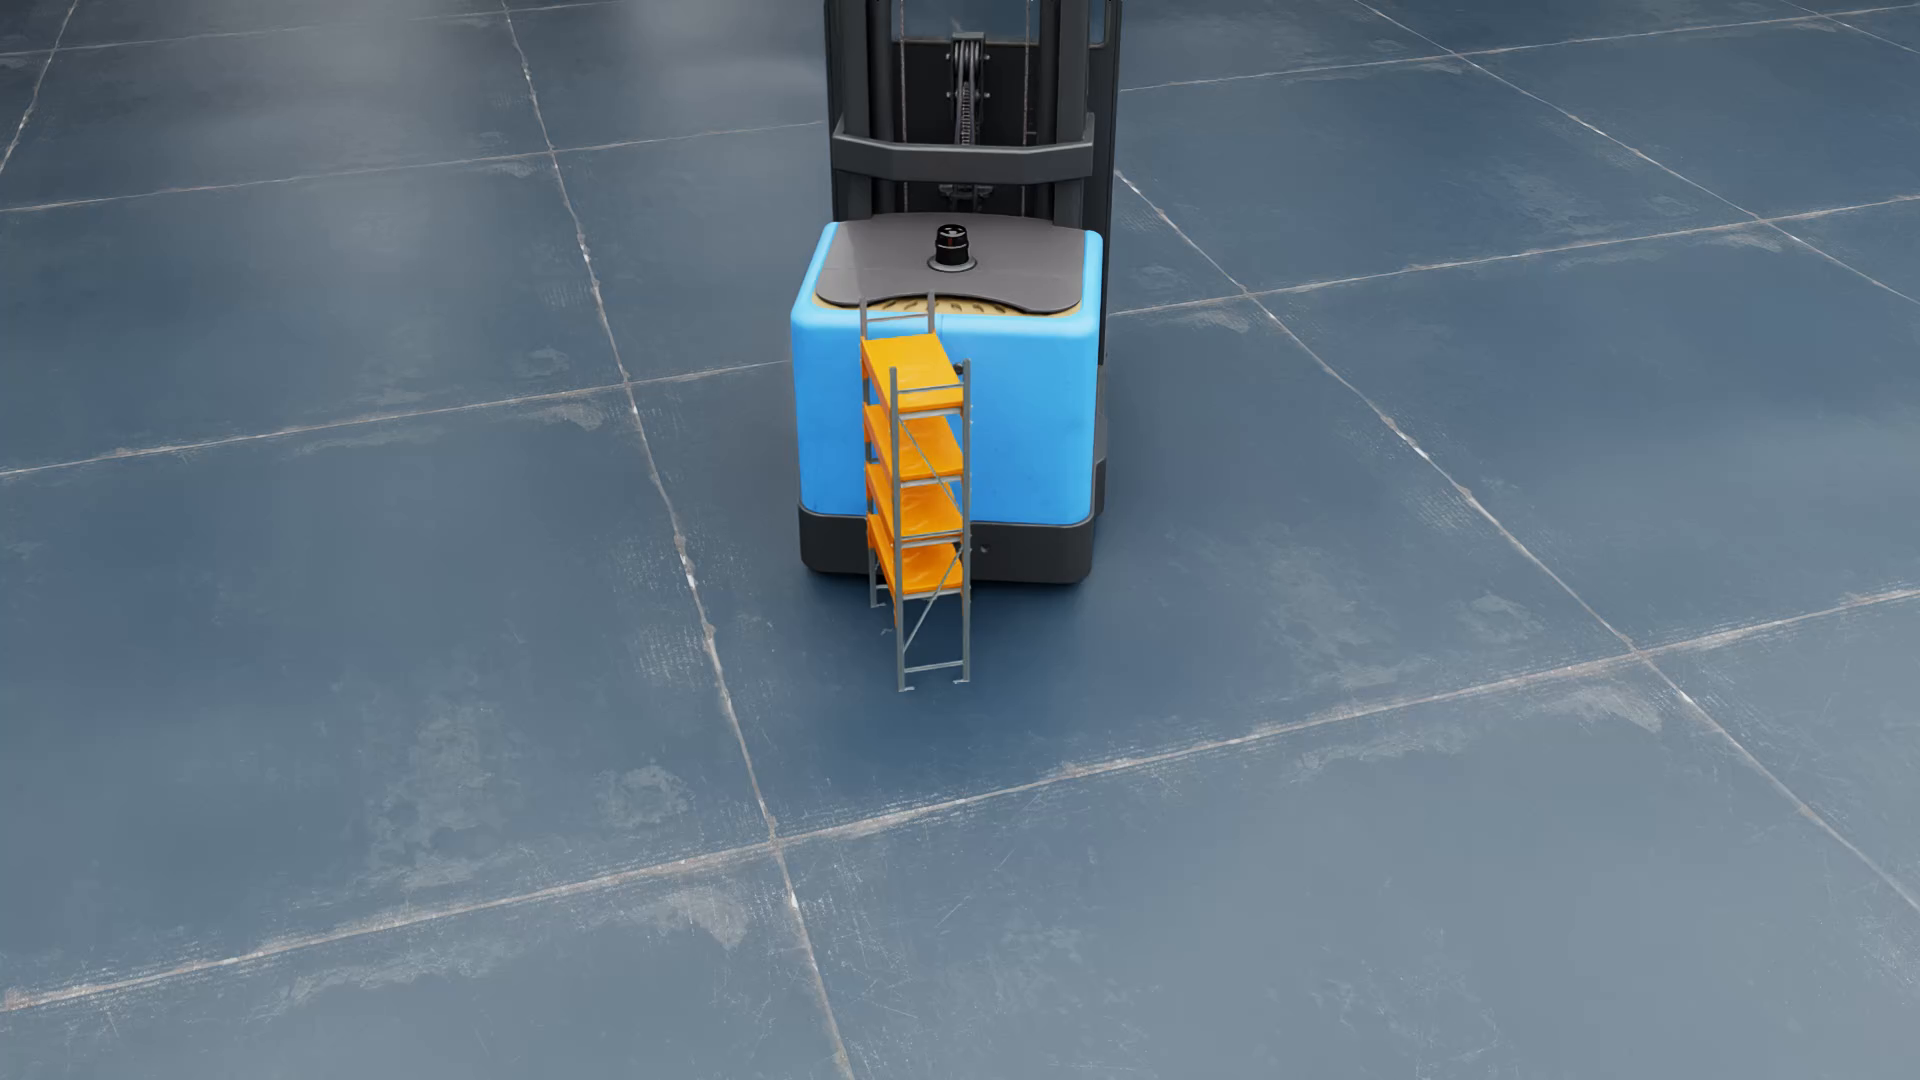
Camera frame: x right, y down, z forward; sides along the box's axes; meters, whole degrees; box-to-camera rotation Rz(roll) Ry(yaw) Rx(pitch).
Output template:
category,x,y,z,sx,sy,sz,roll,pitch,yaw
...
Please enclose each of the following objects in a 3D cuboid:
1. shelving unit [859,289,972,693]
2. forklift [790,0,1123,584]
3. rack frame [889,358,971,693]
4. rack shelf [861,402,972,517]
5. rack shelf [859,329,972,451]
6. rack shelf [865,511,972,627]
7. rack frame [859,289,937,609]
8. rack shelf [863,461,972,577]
category,x,y,z,sx,sy,sz,roll,pitch,yaw
shelving unit,-0.143,-0.145,5.382,0.258,1.200,0.503,-7,34,-11
forklift,0.069,-1.859,6.405,1.130,2.935,3.031,3,34,4
rack frame,-0.087,-0.015,5.184,0.240,1.200,0.015,-7,34,-11
rack shelf,-0.143,-0.276,5.296,0.258,0.148,0.480,-7,34,-11
rack shelf,-0.143,-0.473,5.165,0.258,0.148,0.480,-7,34,-11
rack shelf,-0.143,0.076,5.528,0.258,0.148,0.480,-7,34,-11
rack frame,-0.199,-0.276,5.580,0.240,1.200,0.015,-7,34,-11
rack shelf,-0.143,-0.089,5.419,0.258,0.148,0.480,-7,34,-11
